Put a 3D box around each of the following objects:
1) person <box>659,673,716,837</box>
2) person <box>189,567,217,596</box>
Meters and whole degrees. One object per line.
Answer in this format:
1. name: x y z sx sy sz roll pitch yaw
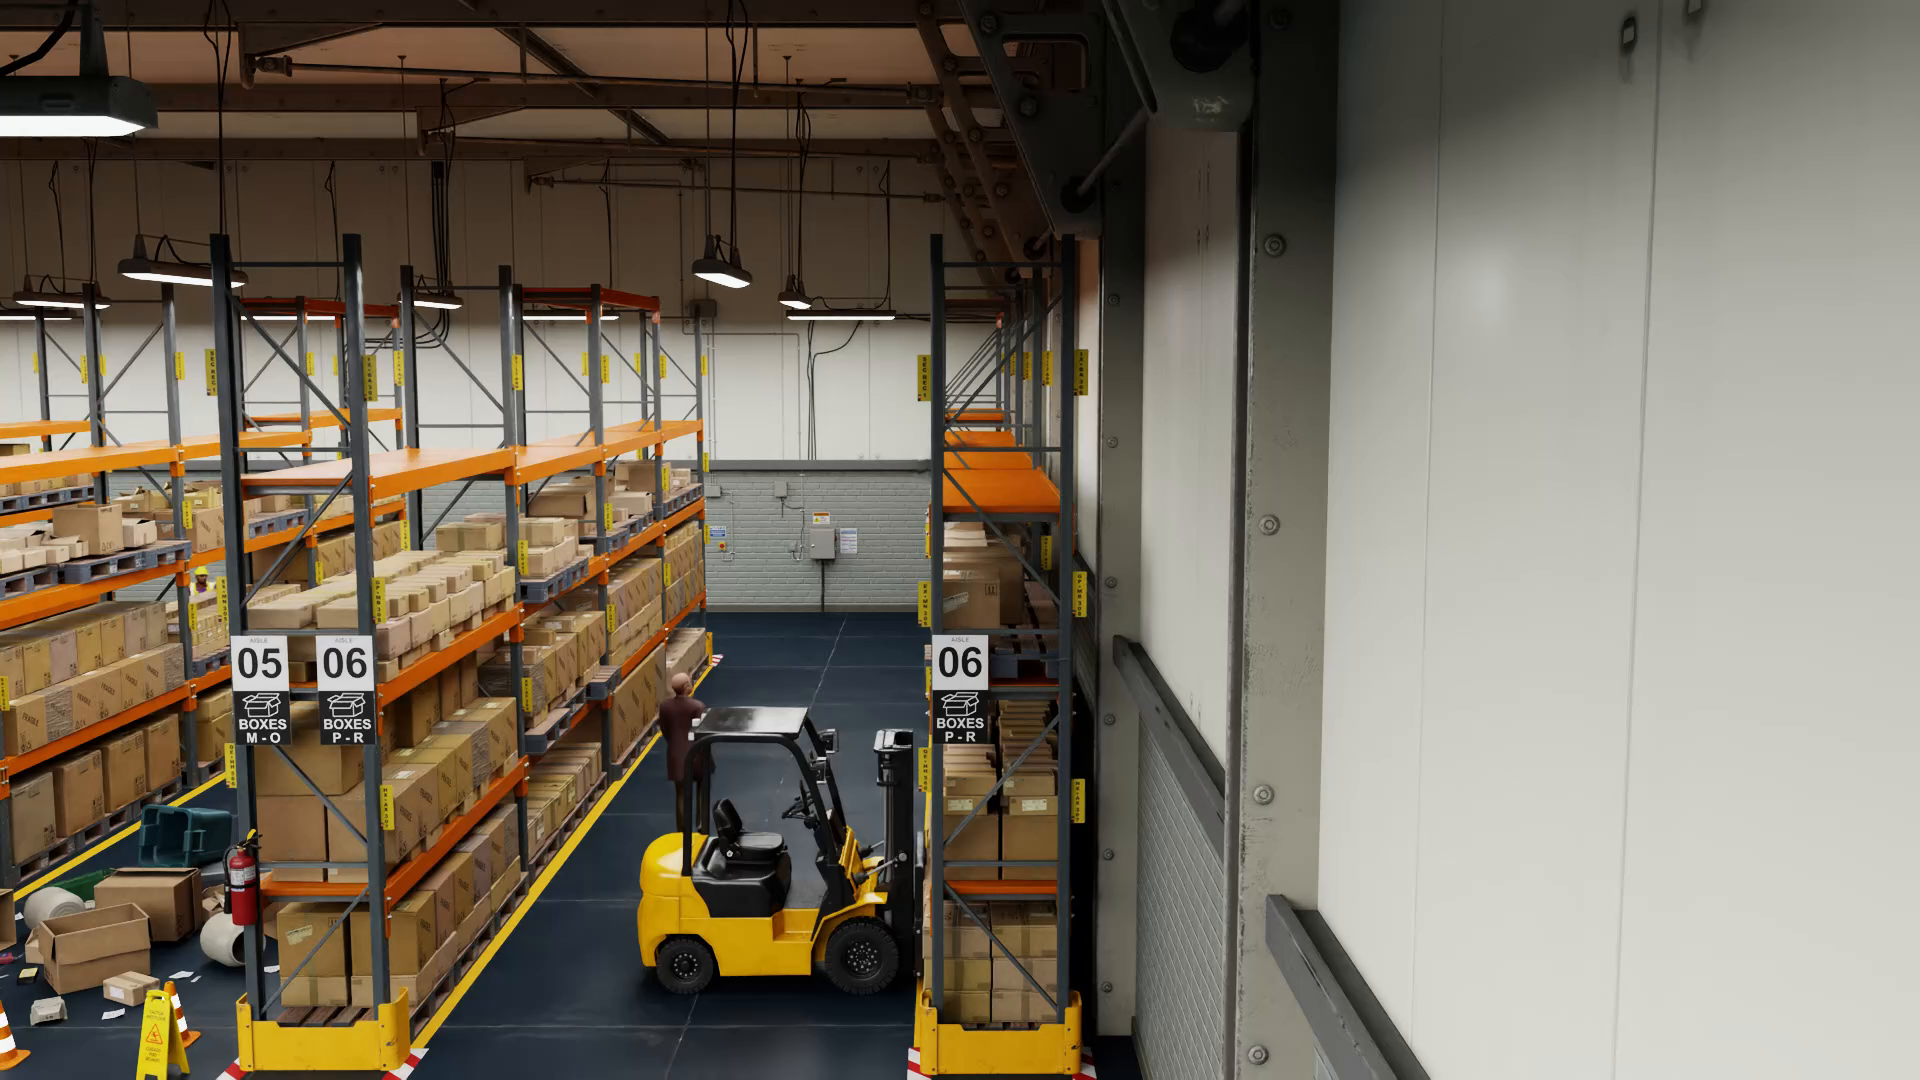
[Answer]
1. person: -2.775 2.240 16.952 0.560 1.822 0.692 -1 6 -6
2. person: -12.455 1.303 27.322 0.775 1.743 1.003 0 6 -1
